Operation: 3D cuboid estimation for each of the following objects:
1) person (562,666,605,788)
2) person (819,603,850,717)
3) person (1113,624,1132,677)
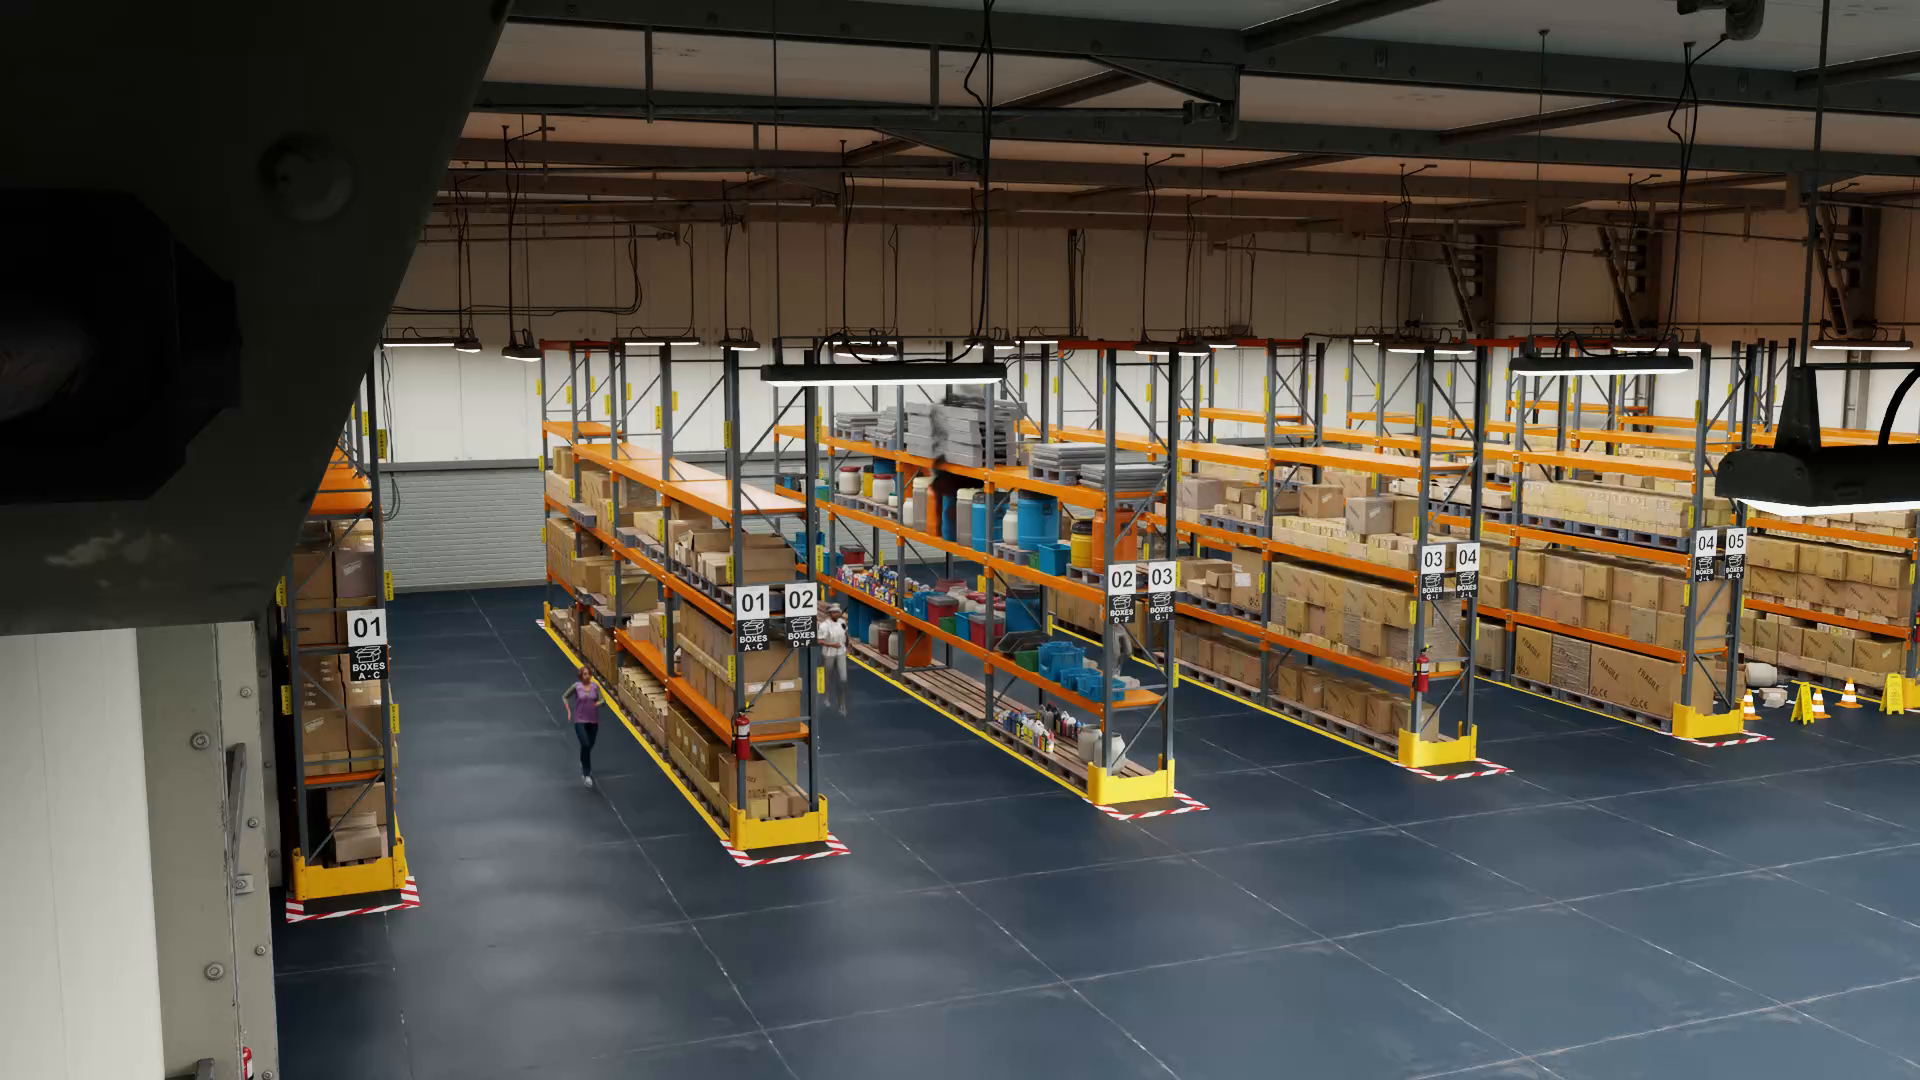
[{"bbox_3d":[-5.186,2.544,23.027,0.510,1.642,0.741,-5,9,-33],"label":"person"},{"bbox_3d":[-1.945,1.862,26.020,0.589,1.809,0.705,-4,8,-27],"label":"person"},{"bbox_3d":[2.723,1.611,28.108,0.525,1.577,0.511,-5,9,-33],"label":"person"}]
